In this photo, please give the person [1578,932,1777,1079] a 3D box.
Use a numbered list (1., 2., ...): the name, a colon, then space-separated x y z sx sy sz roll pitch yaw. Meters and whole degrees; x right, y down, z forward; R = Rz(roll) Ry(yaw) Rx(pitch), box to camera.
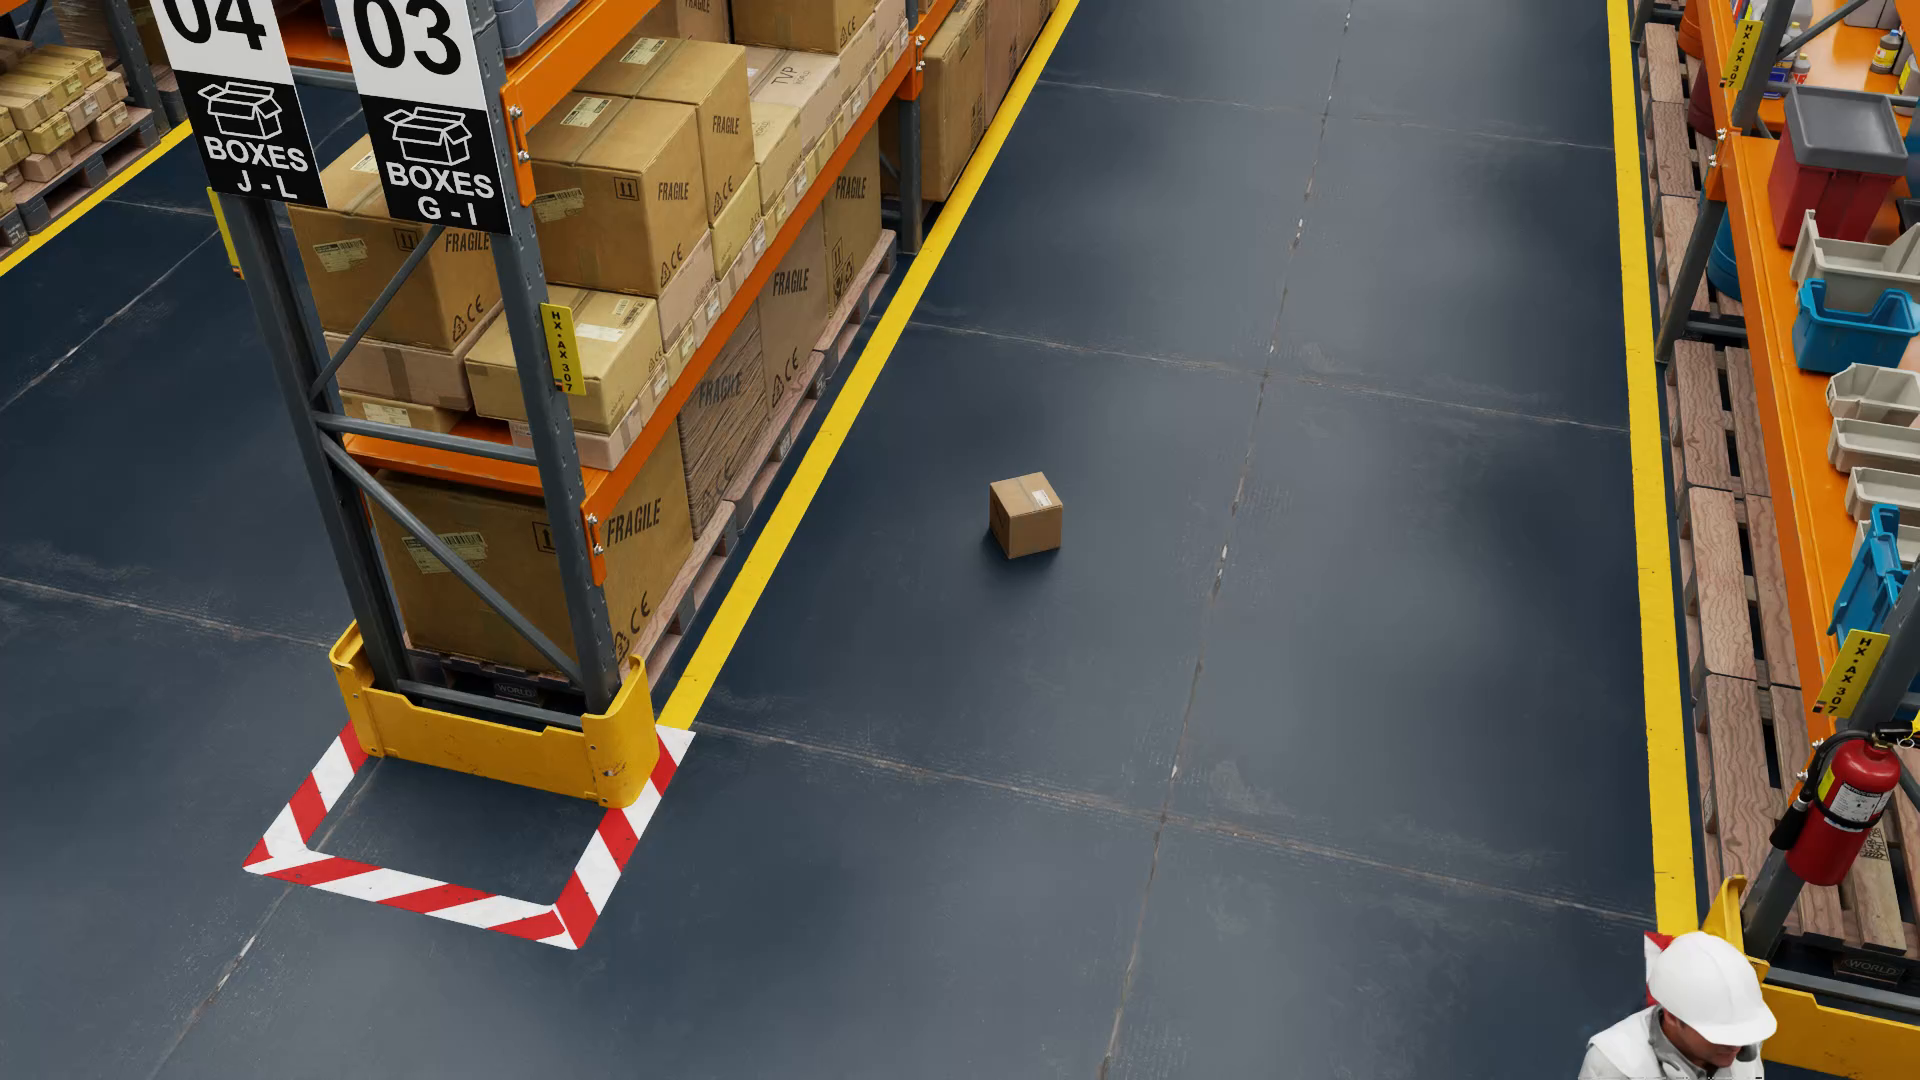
1. person: 1.720 1.589 4.278 0.529 1.747 0.840 -19 44 -21
